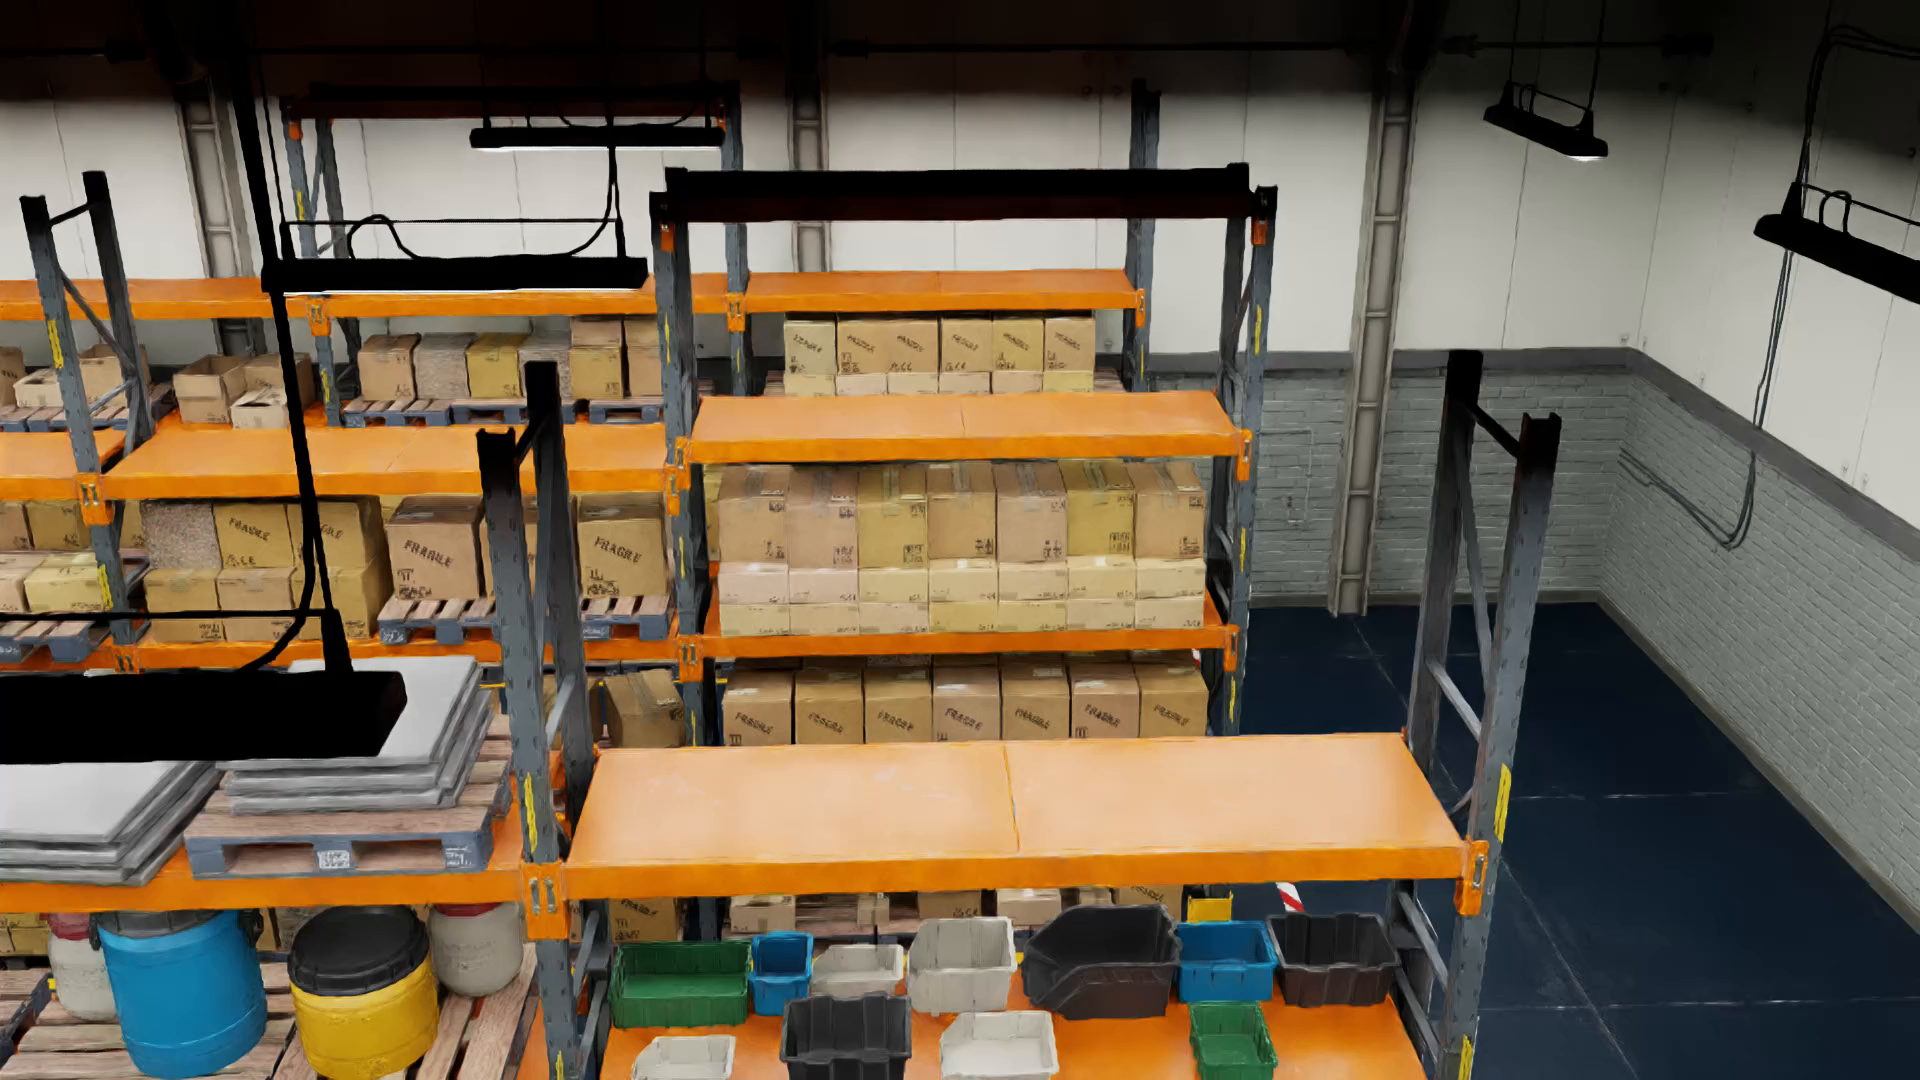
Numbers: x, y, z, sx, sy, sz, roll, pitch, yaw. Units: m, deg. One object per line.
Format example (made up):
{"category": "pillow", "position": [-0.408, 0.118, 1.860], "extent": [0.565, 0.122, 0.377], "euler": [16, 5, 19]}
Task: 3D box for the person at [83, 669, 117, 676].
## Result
{"category": "person", "position": [-7.233, 1.806, 14.386], "extent": [1.111, 1.705, 0.564], "euler": [-2, 22, -4]}
